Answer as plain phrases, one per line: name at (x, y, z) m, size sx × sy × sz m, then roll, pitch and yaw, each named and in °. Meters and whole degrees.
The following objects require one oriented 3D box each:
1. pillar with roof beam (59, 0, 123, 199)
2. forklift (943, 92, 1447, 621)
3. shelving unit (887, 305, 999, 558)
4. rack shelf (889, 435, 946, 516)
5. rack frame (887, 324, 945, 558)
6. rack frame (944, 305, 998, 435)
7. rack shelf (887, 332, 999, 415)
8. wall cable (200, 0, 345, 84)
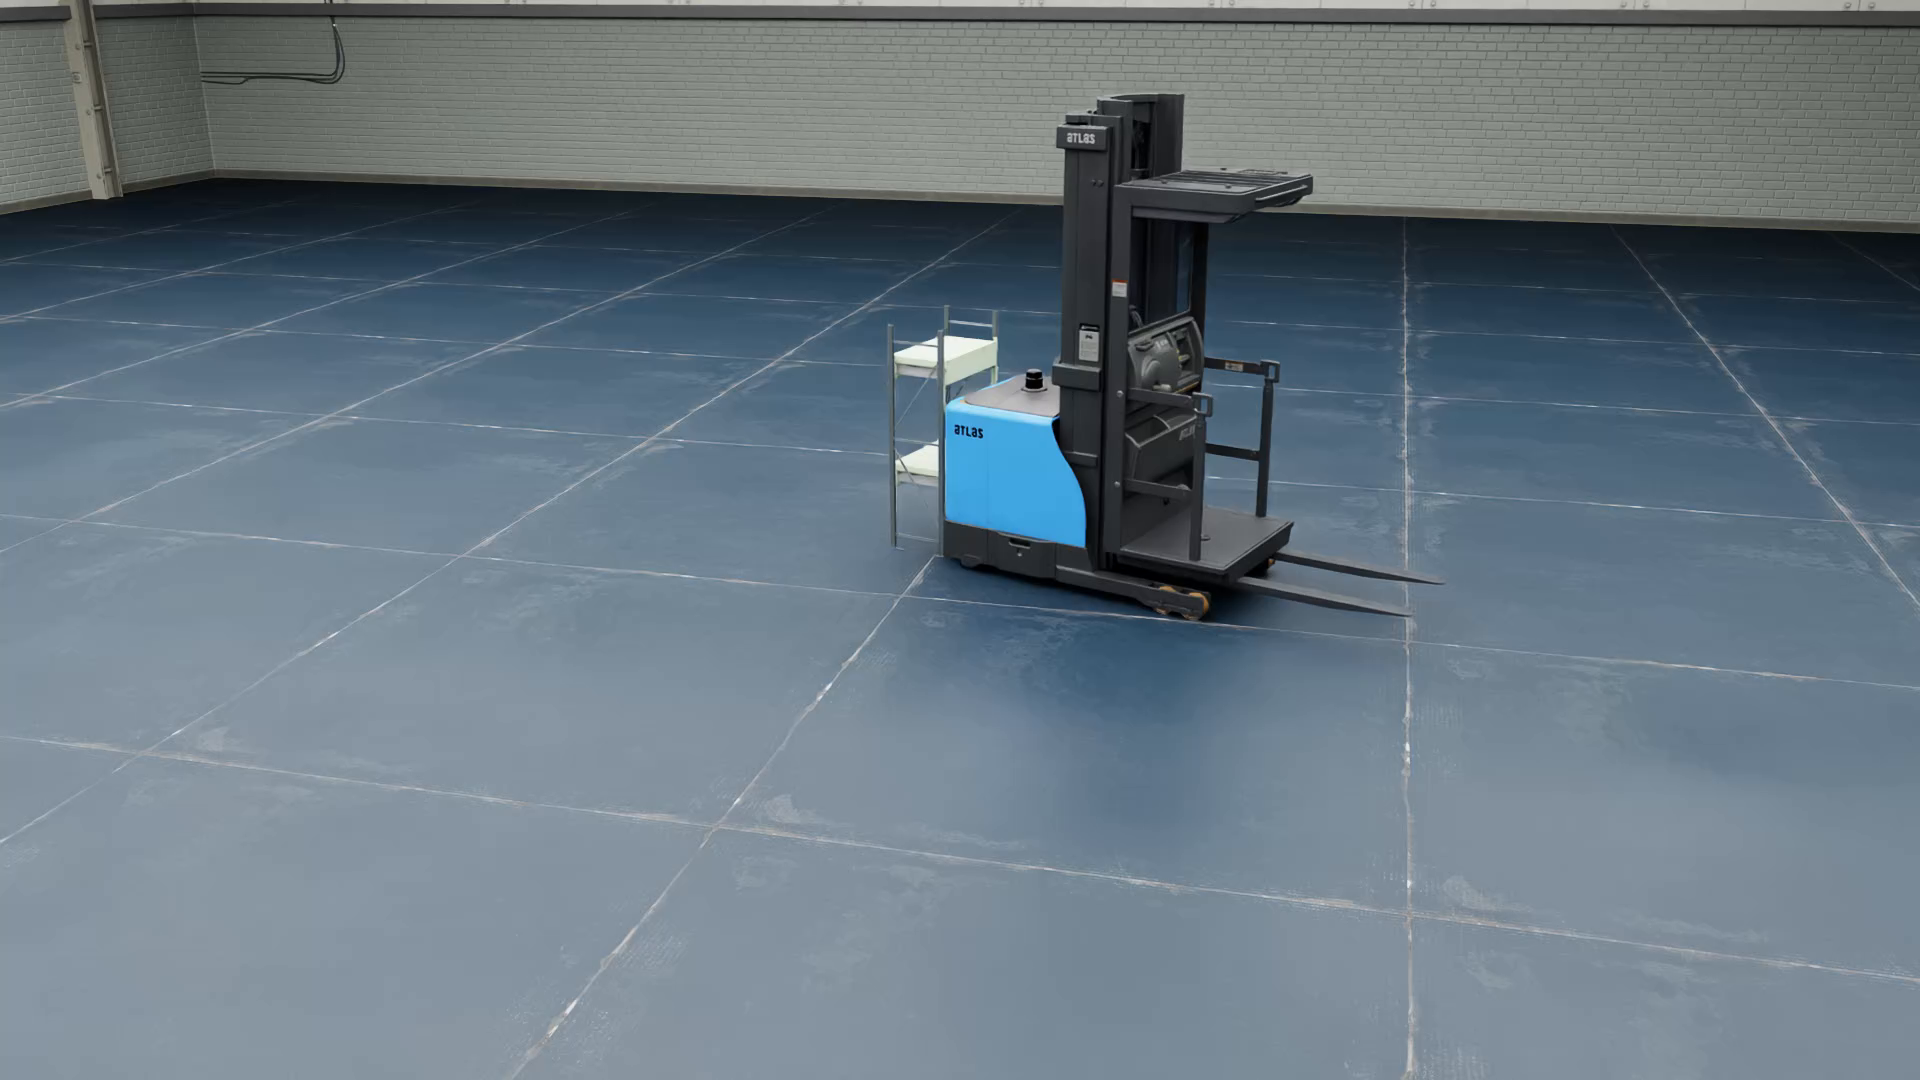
pillar with roof beam at (-10.276, -9.724, 25.735) m, size 9.100 × 9.000 × 0.400 m, roll 5°, pitch 19°, yaw 13°
forklift at (1.412, -1.108, 9.896) m, size 3.031 × 2.935 × 1.130 m, roll 12°, pitch 22°, yaw 31°
shelving unit at (-0.104, -0.729, 11.001) m, size 0.431 × 1.500 × 0.755 m, roll 10°, pitch 21°, yaw 27°
rack shelf at (-0.104, -0.420, 11.107) m, size 0.431 × 0.370 × 0.720 m, roll 10°, pitch 21°, yaw 27°
rack frame at (-0.281, -0.625, 10.698) m, size 0.400 × 1.500 × 0.023 m, roll 10°, pitch 21°, yaw 27°
rack frame at (0.073, -0.832, 11.305) m, size 0.400 × 1.500 × 0.023 m, roll 10°, pitch 21°, yaw 27°
rack shelf at (-0.104, -1.098, 10.875) m, size 0.431 × 0.370 × 0.720 m, roll 10°, pitch 21°, yaw 27°
wall cable at (-12.449, -9.414, 29.630) m, size 3.097 × 2.526 × 0.112 m, roll 5°, pitch 19°, yaw 13°
